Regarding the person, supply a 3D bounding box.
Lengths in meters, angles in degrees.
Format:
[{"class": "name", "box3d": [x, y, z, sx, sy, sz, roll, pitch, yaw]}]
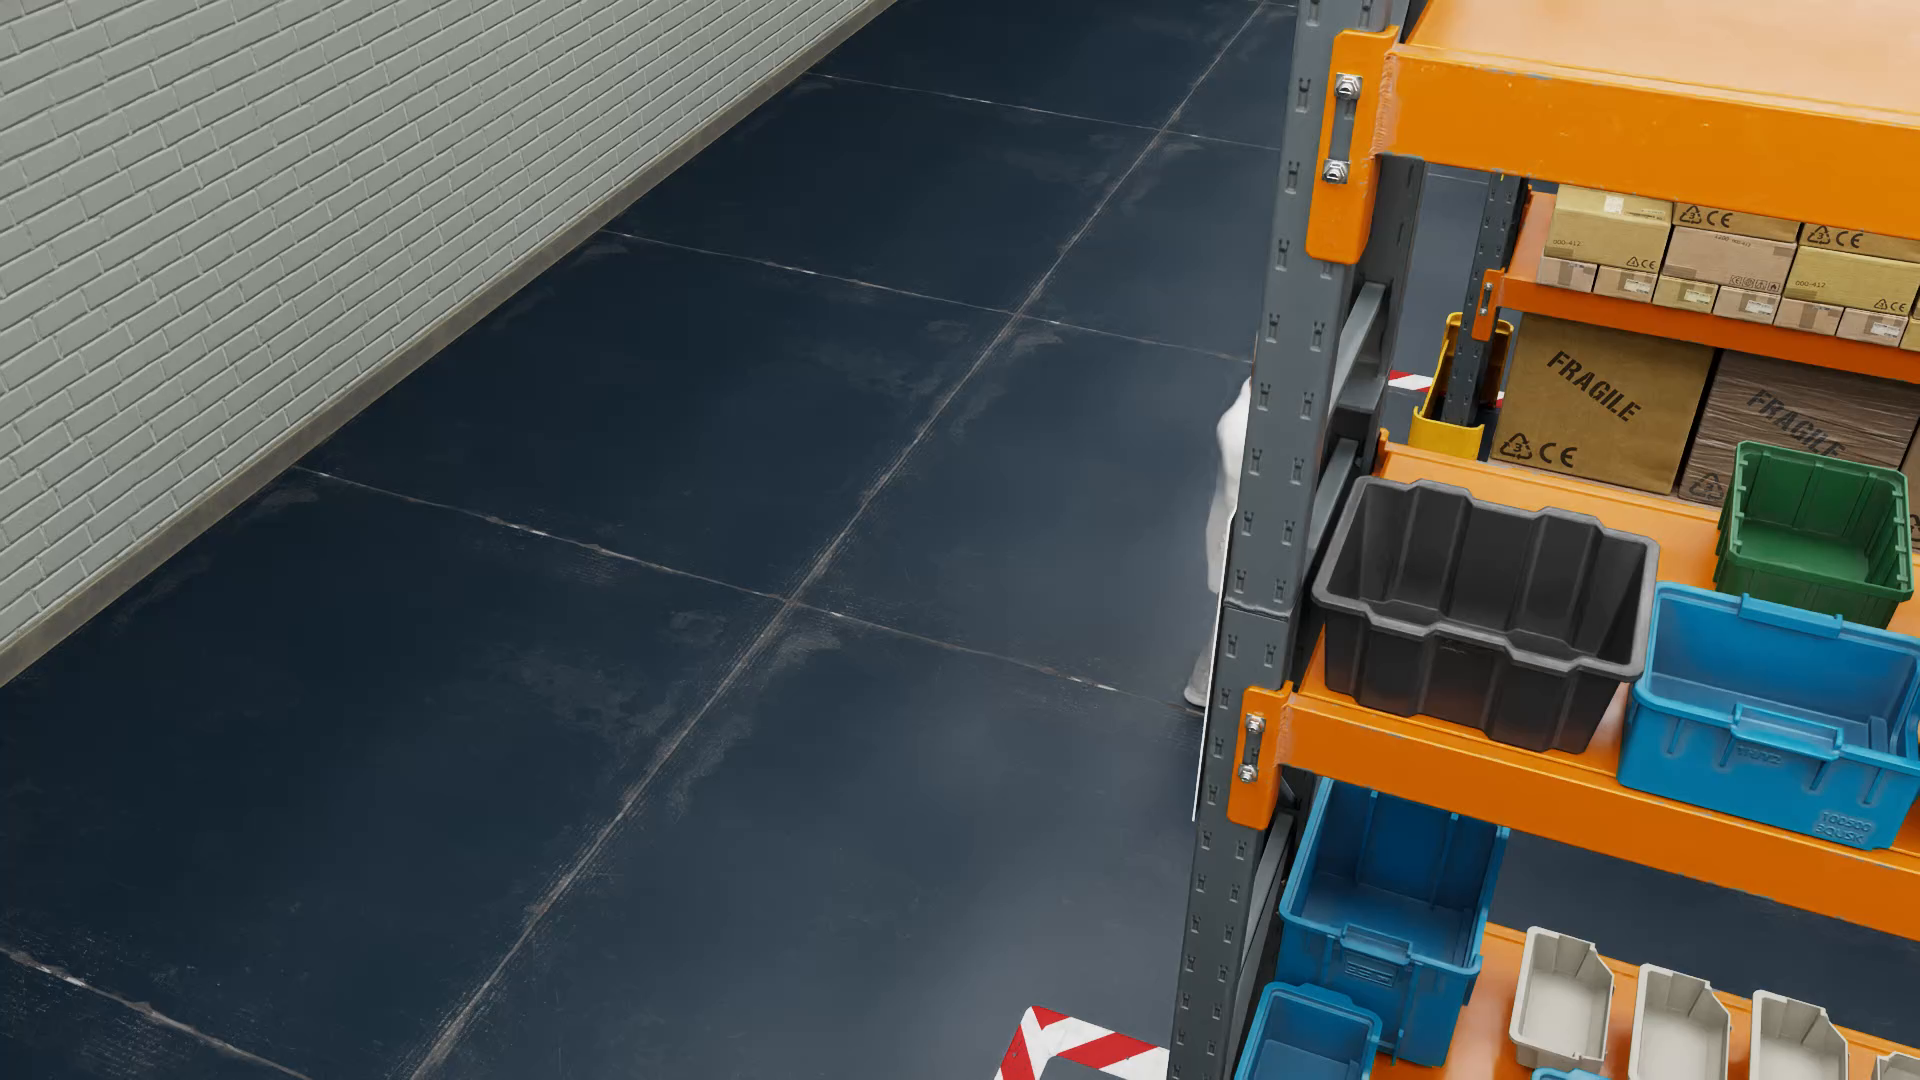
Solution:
[{"class": "person", "box3d": [1.231, -0.053, 6.921, 0.378, 1.765, 0.569, 15, 39, 19]}]
